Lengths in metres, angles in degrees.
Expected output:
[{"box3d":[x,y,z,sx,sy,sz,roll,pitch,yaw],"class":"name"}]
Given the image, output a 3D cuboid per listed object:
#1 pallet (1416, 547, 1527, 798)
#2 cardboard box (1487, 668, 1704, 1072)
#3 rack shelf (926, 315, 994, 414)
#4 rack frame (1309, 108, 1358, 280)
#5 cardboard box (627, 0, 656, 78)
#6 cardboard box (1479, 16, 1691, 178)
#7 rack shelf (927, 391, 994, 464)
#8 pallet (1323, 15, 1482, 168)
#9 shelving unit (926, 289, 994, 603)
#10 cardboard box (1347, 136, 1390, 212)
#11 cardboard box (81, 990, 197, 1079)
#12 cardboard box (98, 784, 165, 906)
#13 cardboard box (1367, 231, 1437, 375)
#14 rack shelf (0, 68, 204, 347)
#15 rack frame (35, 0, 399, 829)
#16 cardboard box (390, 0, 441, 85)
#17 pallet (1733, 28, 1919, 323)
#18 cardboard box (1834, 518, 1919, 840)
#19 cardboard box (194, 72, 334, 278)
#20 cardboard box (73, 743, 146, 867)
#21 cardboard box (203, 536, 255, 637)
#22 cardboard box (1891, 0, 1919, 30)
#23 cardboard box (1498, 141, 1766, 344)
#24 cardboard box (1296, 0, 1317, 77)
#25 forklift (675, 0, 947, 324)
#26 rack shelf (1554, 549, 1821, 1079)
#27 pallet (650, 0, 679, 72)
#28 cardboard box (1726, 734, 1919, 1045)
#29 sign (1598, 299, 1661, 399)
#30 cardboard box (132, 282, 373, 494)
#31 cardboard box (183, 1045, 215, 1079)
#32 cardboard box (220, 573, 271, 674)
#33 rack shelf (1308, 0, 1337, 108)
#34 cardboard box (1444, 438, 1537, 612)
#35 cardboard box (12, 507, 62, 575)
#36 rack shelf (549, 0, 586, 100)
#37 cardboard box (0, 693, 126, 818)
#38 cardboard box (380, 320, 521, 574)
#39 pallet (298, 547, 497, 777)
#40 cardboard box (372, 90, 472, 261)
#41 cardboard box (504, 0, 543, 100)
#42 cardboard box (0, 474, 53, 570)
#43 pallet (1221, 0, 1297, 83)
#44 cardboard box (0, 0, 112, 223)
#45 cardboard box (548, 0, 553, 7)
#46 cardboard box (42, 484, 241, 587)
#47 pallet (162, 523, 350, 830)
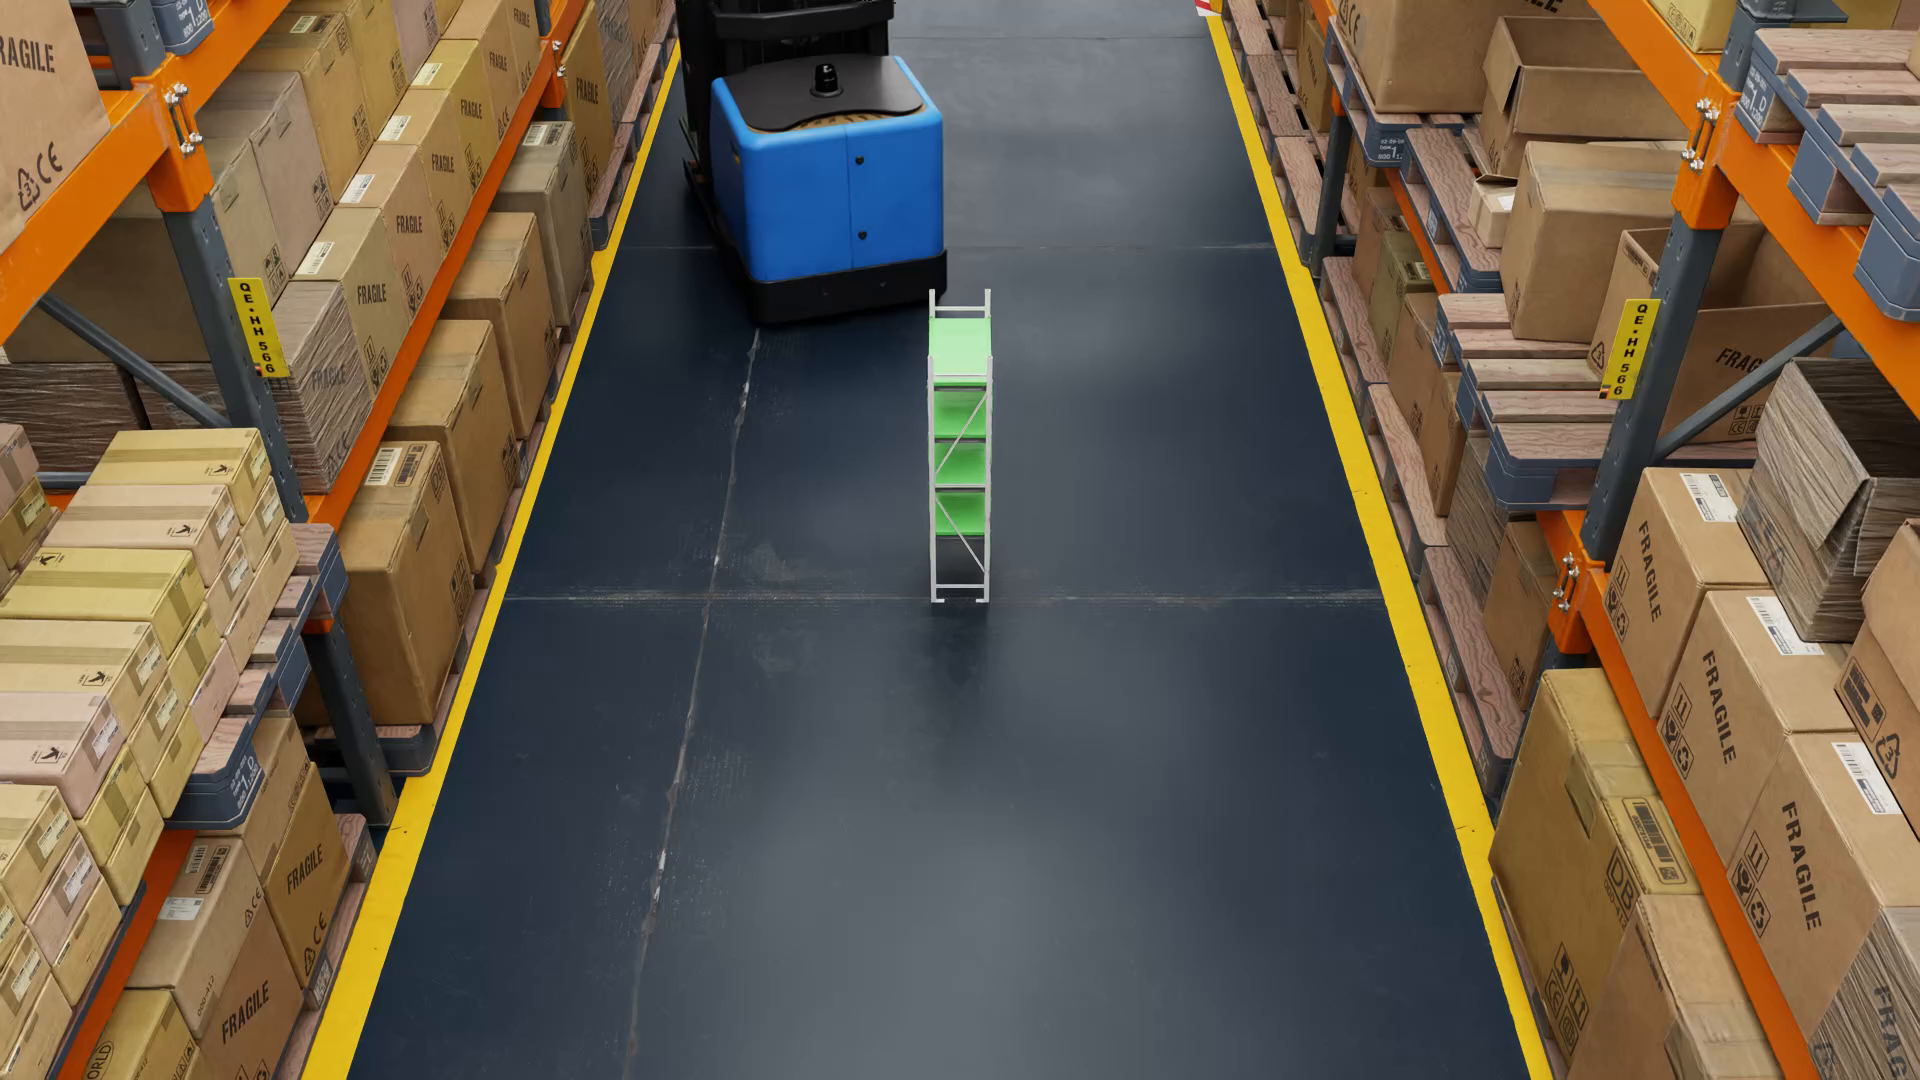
[{"box3d":[2.417,0.483,6.478,1.003,0.211,1.213,0,39,0],"class":"pallet"},{"box3d":[2.397,0.981,4.991,1.225,0.875,0.875,-2,39,-2],"class":"cardboard box"},{"box3d":[0.000,-0.689,6.485,0.258,0.148,0.480,0,39,0],"class":"rack shelf"},{"box3d":[2.412,-2.617,8.117,1.000,3.000,0.127,0,39,0],"class":"rack frame"},{"box3d":[-2.483,-3.539,10.631,0.875,0.875,0.875,-1,39,-1],"class":"cardboard box"},{"box3d":[2.506,-1.738,6.601,0.797,0.503,0.637,4,39,5],"class":"cardboard box"},{"box3d":[0.000,-0.502,6.636,0.258,0.148,0.480,0,39,0],"class":"rack shelf"},{"box3d":[2.267,-2.064,7.581,1.003,0.211,1.213,0,39,0],"class":"pallet"},{"box3d":[0.000,-0.365,6.746,0.258,1.200,0.503,0,39,0],"class":"shelving unit"},{"box3d":[2.451,-2.056,9.080,0.500,0.500,0.500,-1,39,-1],"class":"cardboard box"},{"box3d":[-2.284,1.404,4.162,0.500,0.250,0.500,1,39,1],"class":"cardboard box"},{"box3d":[-2.086,0.707,3.834,0.380,0.149,0.250,-2,39,-2],"class":"cardboard box"},{"box3d":[2.373,-1.131,7.910,0.700,0.500,0.500,0,39,0],"class":"cardboard box"},{"box3d":[-2.541,0.185,2.797,1.077,0.370,4.000,0,39,0],"class":"rack shelf"},{"box3d":[-2.544,-0.176,5.070,1.000,3.000,0.127,0,39,0],"class":"rack frame"},{"box3d":[-2.539,-2.158,6.665,0.700,0.500,0.500,0,39,0],"class":"cardboard box"},{"box3d":[2.470,-0.810,3.615,1.213,0.211,1.003,2,39,2],"class":"pallet"},{"box3d":[2.399,0.318,3.572,0.797,0.503,0.637,1,39,1],"class":"cardboard box"},{"box3d":[-2.536,-1.202,5.472,0.700,0.500,0.500,-1,39,-1],"class":"cardboard box"},{"box3d":[-2.085,0.595,3.736,0.380,0.149,0.250,0,39,0],"class":"cardboard box"},{"box3d":[-2.086,0.118,4.331,0.380,0.149,0.250,1,39,2],"class":"cardboard box"},{"box3d":[2.671,-1.522,4.472,0.500,0.250,0.500,1,39,1],"class":"cardboard box"},{"box3d":[2.275,-1.006,5.690,0.700,0.500,0.500,5,39,7],"class":"cardboard box"},{"box3d":[2.408,-3.151,10.447,0.500,0.500,0.500,3,39,4],"class":"cardboard box"},{"box3d":[-0.999,-3.180,8.874,1.130,2.935,3.031,-11,40,-14],"class":"forklift"},{"box3d":[2.419,1.415,3.660,1.077,0.370,4.000,0,39,0],"class":"rack shelf"},{"box3d":[-2.474,-3.590,11.561,1.003,0.211,1.213,0,39,0],"class":"pallet"},{"box3d":[2.152,0.792,3.783,0.500,0.500,0.500,-1,39,-1],"class":"cardboard box"},{"box3d":[1.874,-0.531,4.651,0.100,0.325,0.005,0,39,0],"class":"sign"},{"box3d":[-2.274,-0.496,5.390,0.500,0.500,0.500,0,39,0],"class":"cardboard box"},{"box3d":[-2.268,1.703,4.390,0.500,0.500,0.500,-2,39,-2],"class":"cardboard box"},{"box3d":[-2.085,0.222,4.439,0.380,0.149,0.250,0,39,0],"class":"cardboard box"},{"box3d":[2.410,-3.587,9.903,1.077,0.370,4.000,0,39,0],"class":"rack shelf"},{"box3d":[2.382,-0.078,6.596,0.700,0.500,0.500,-3,39,-4],"class":"cardboard box"},{"box3d":[-2.745,0.039,4.668,0.380,0.149,0.250,-1,39,-1],"class":"cardboard box"},{"box3d":[-2.550,-3.647,9.977,1.077,0.370,4.000,0,39,0],"class":"rack shelf"},{"box3d":[-2.088,0.471,3.653,0.380,0.149,0.250,0,39,0],"class":"cardboard box"},{"box3d":[-2.459,-0.389,6.800,1.050,0.750,0.750,1,39,1],"class":"cardboard box"},{"box3d":[-2.469,0.419,6.558,1.003,0.211,1.213,0,39,0],"class":"pallet"},{"box3d":[-2.276,-1.440,6.569,0.500,0.500,0.500,0,39,-1],"class":"cardboard box"},{"box3d":[-2.280,-2.390,7.754,0.500,0.500,0.500,0,39,0],"class":"cardboard box"},{"box3d":[-2.744,-0.055,4.547,0.380,0.149,0.250,2,39,2],"class":"cardboard box"},{"box3d":[2.373,-3.475,11.418,1.003,0.211,1.213,0,39,0],"class":"pallet"},{"box3d":[-2.289,-1.028,3.656,0.500,0.500,0.500,0,39,0],"class":"cardboard box"},{"box3d":[-2.561,-2.966,8.433,0.875,0.550,0.550,0,39,0],"class":"cardboard box"},{"box3d":[-2.087,-0.010,4.254,0.380,0.149,0.250,0,39,-1],"class":"cardboard box"},{"box3d":[-2.436,0.345,4.574,1.213,0.211,1.003,0,39,0],"class":"pallet"}]
